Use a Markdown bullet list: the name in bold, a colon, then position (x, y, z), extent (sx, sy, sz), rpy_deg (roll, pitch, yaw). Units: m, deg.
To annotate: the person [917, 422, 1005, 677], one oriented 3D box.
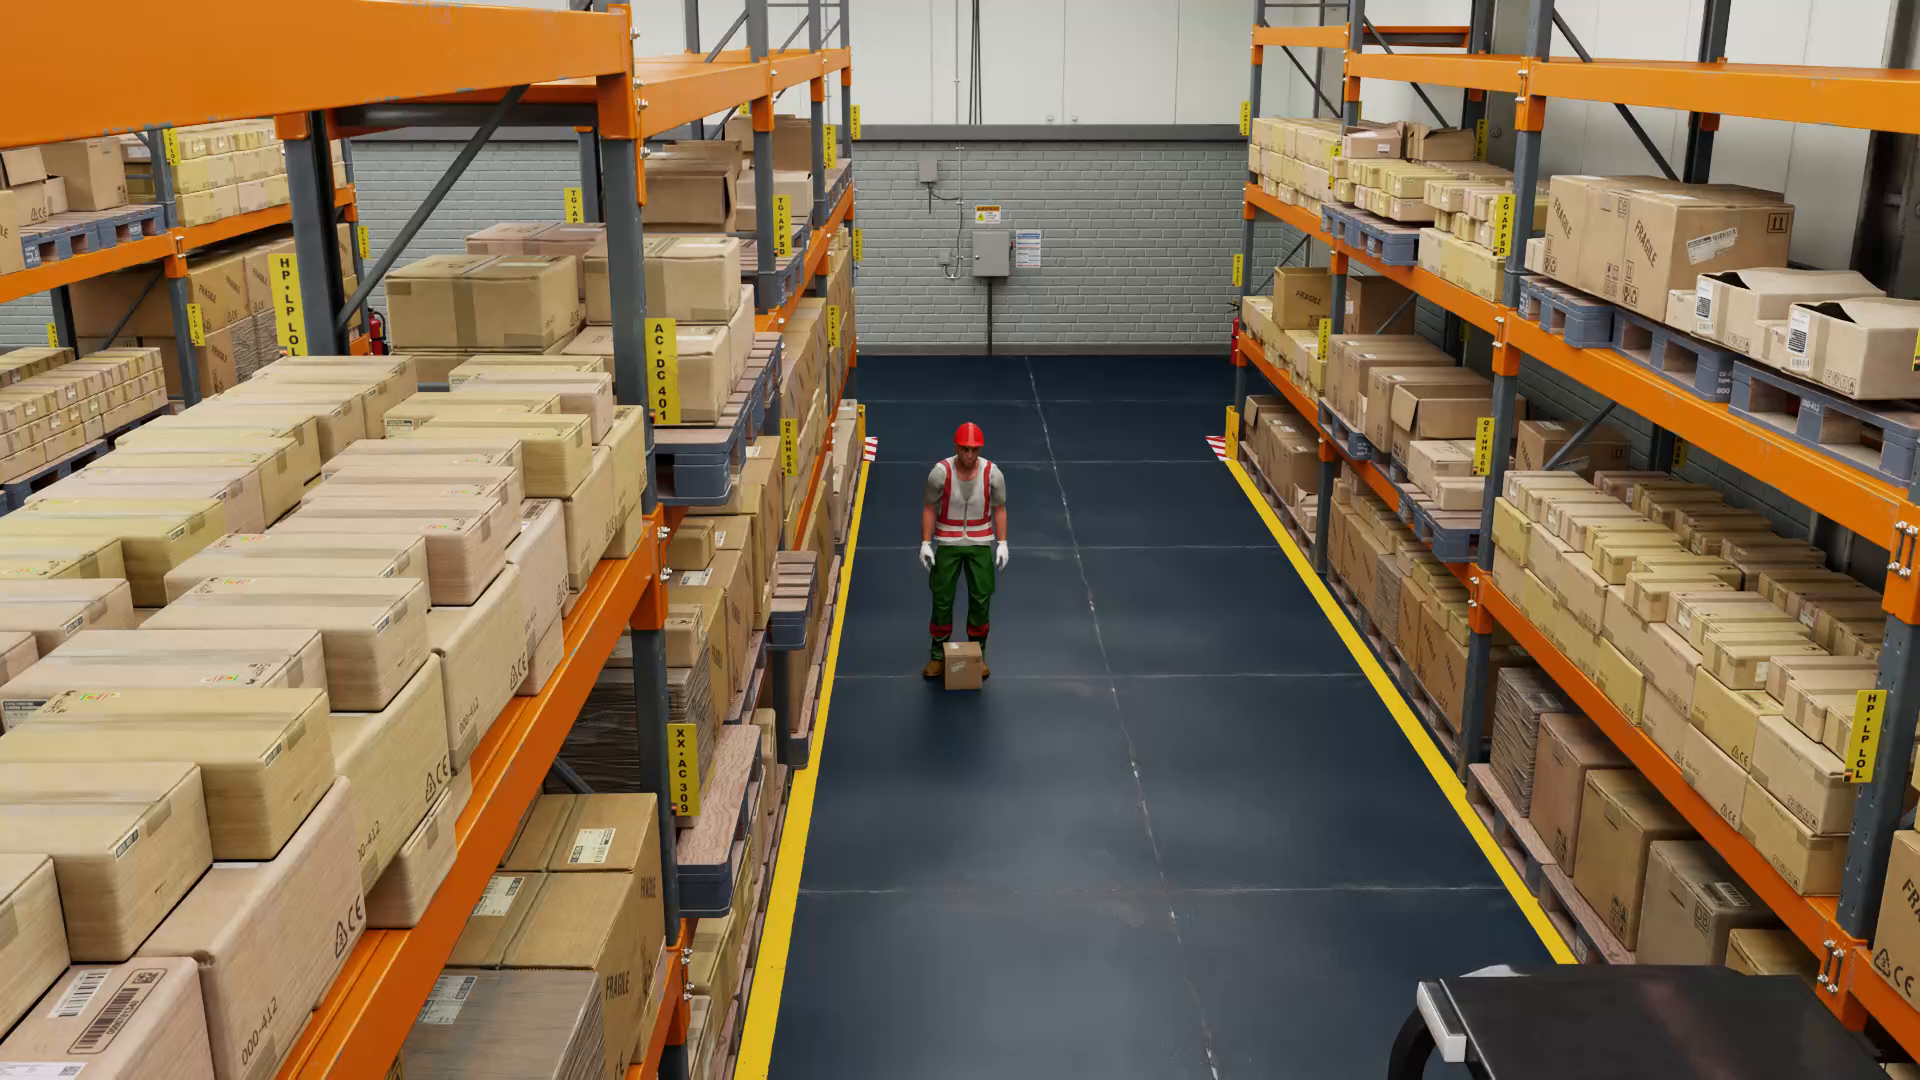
- **person**: position (0.008, 0.060, 11.322), extent (0.604, 1.778, 0.451), rpy_deg (0, 17, -1)
